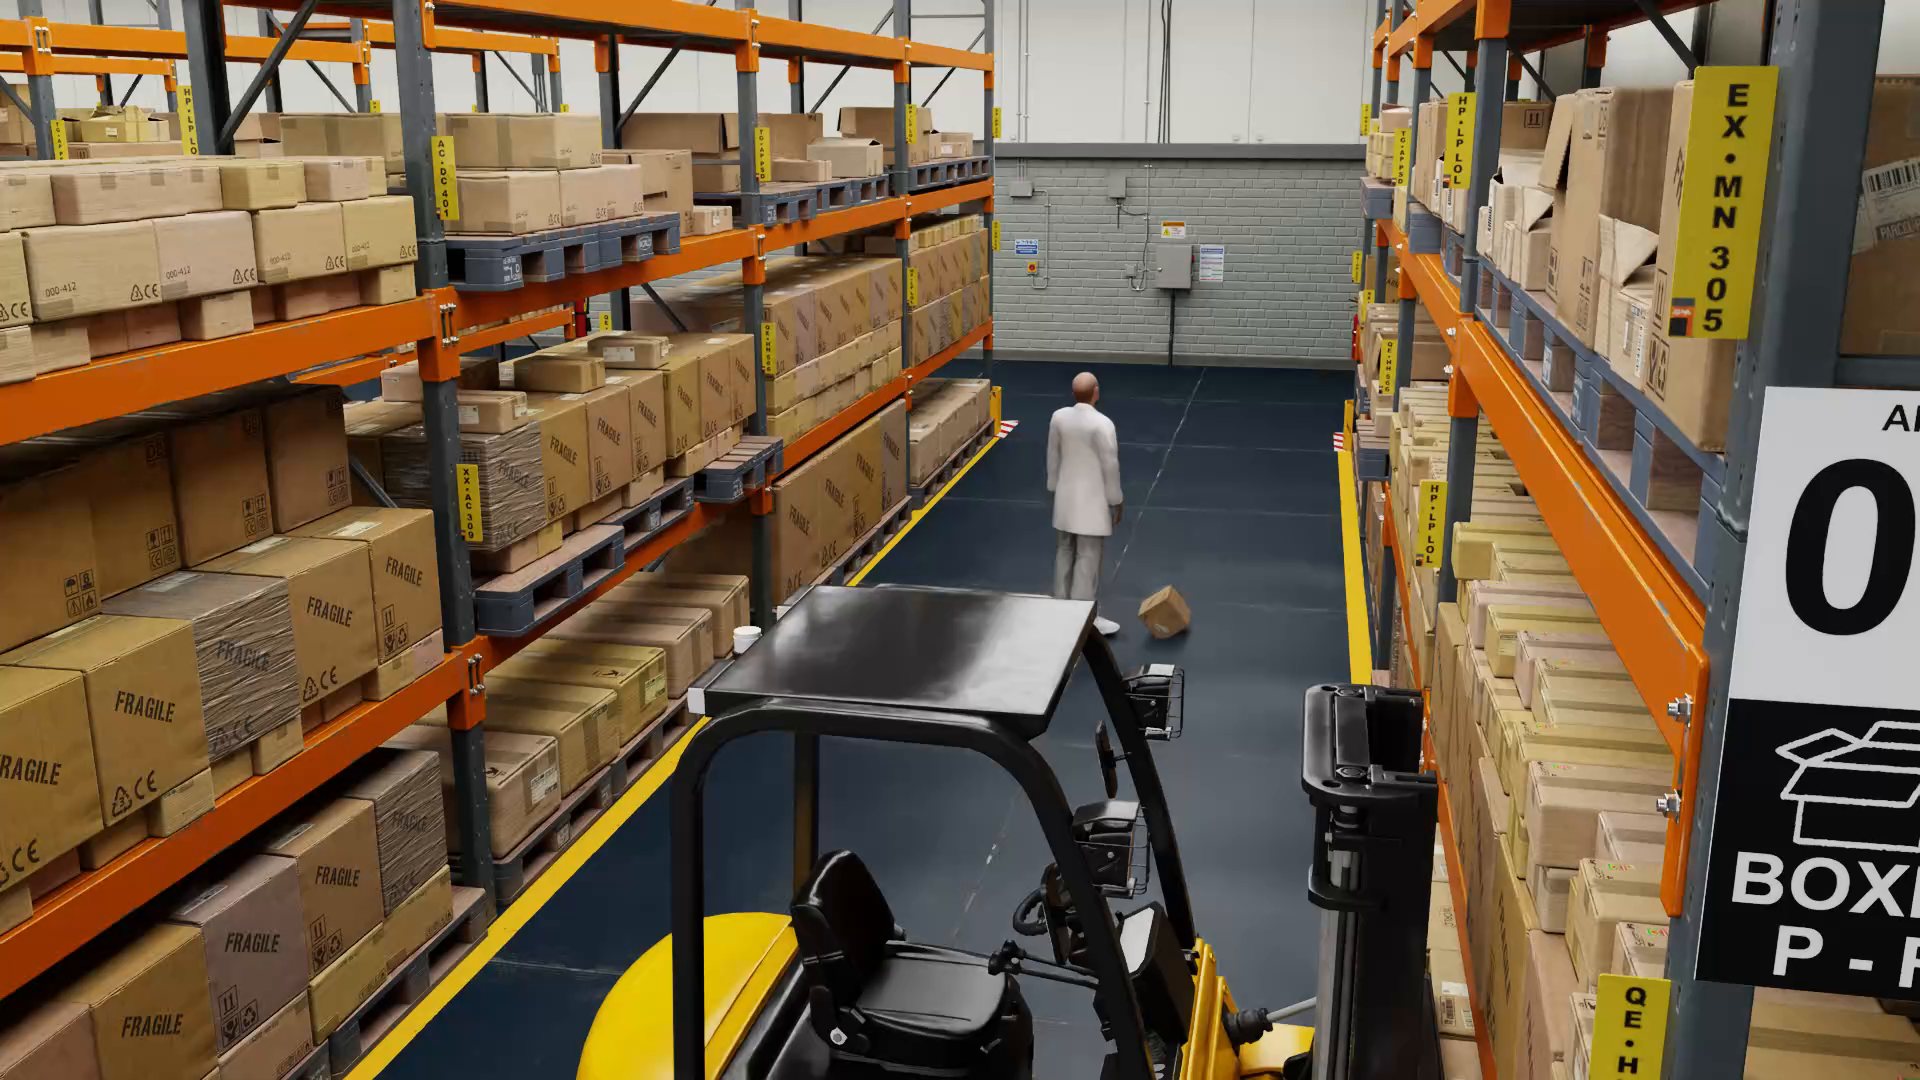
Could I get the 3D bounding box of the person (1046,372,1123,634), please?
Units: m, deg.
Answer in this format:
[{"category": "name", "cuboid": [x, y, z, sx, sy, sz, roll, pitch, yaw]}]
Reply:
[{"category": "person", "cuboid": [0.859, -0.278, 11.515, 0.455, 1.781, 0.689, -13, 19, -41]}]
